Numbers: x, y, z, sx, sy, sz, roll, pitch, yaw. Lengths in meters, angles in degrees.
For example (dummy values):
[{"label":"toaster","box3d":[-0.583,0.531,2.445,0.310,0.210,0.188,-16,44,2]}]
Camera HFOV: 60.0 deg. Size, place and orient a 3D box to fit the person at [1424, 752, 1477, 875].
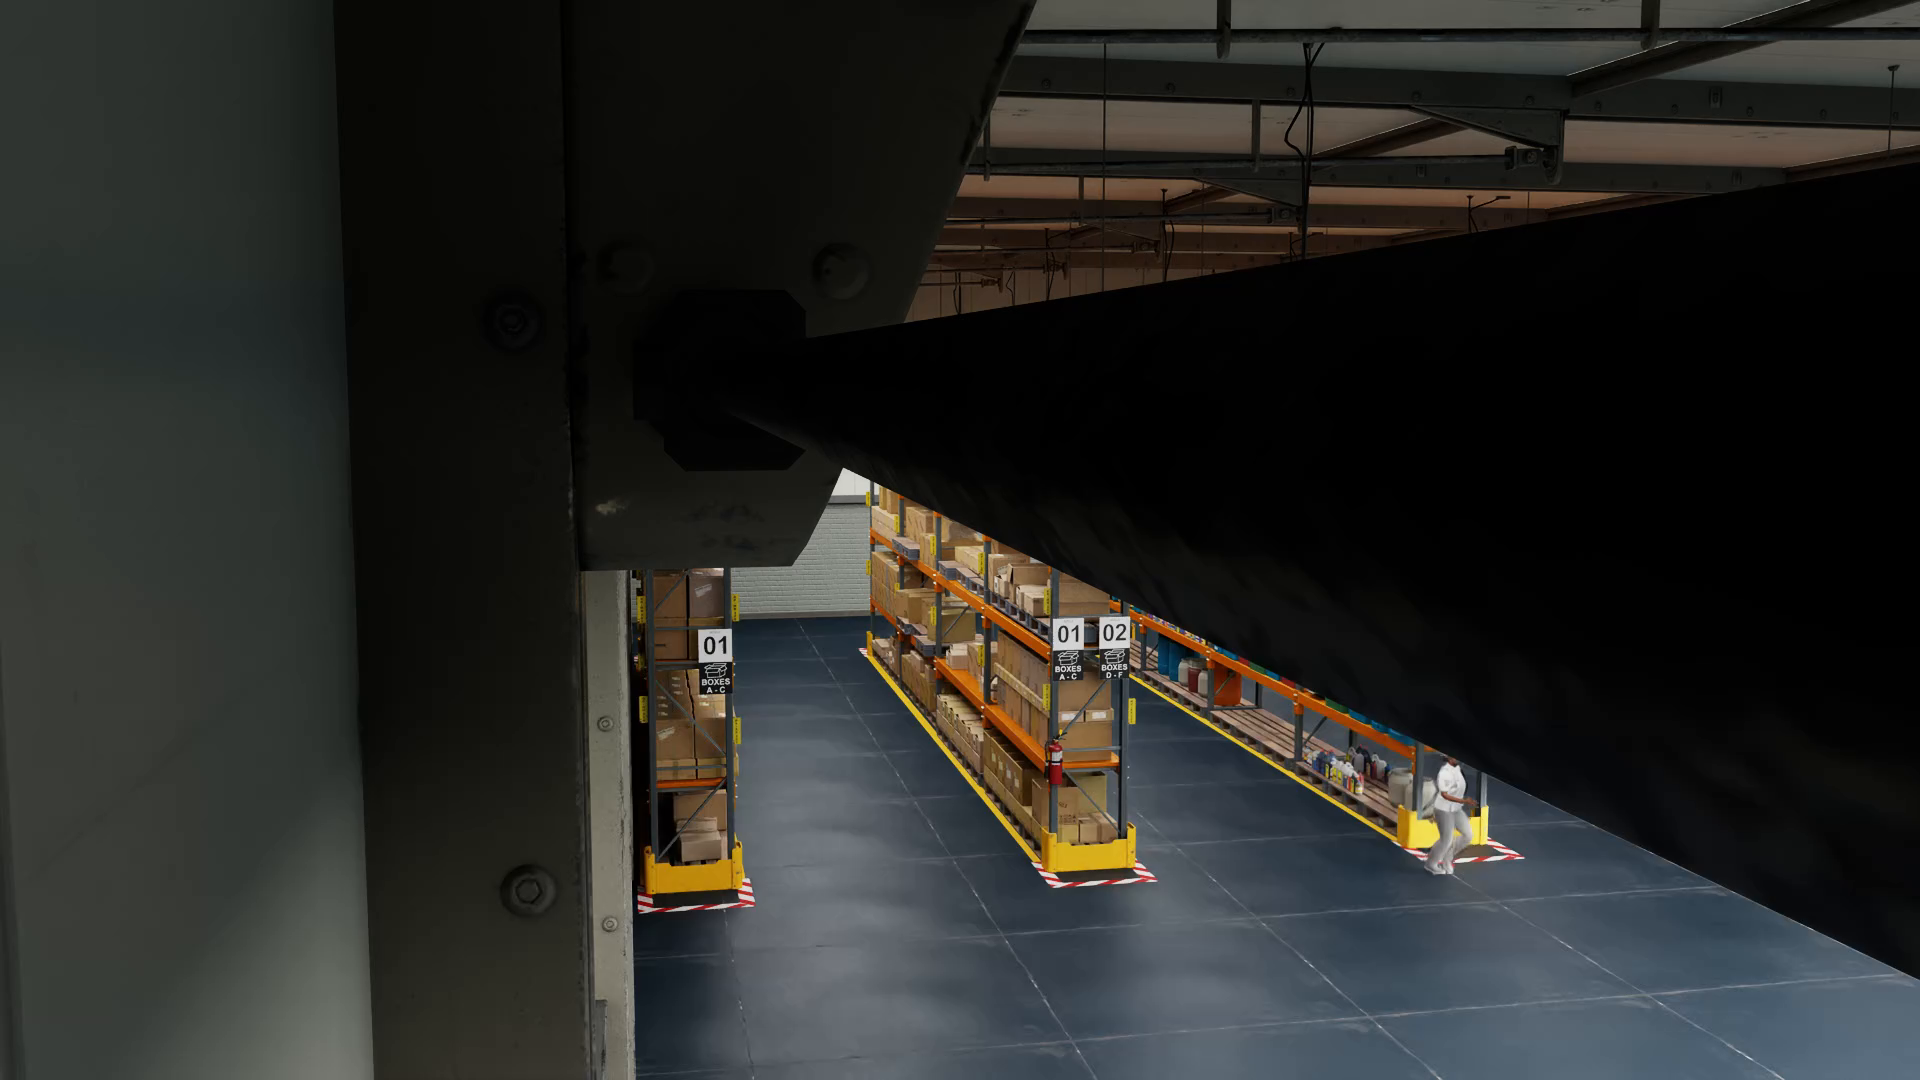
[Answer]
[{"label":"person","box3d":[6.120,3.350,20.634,0.655,1.675,0.591,5,8,39]}]
